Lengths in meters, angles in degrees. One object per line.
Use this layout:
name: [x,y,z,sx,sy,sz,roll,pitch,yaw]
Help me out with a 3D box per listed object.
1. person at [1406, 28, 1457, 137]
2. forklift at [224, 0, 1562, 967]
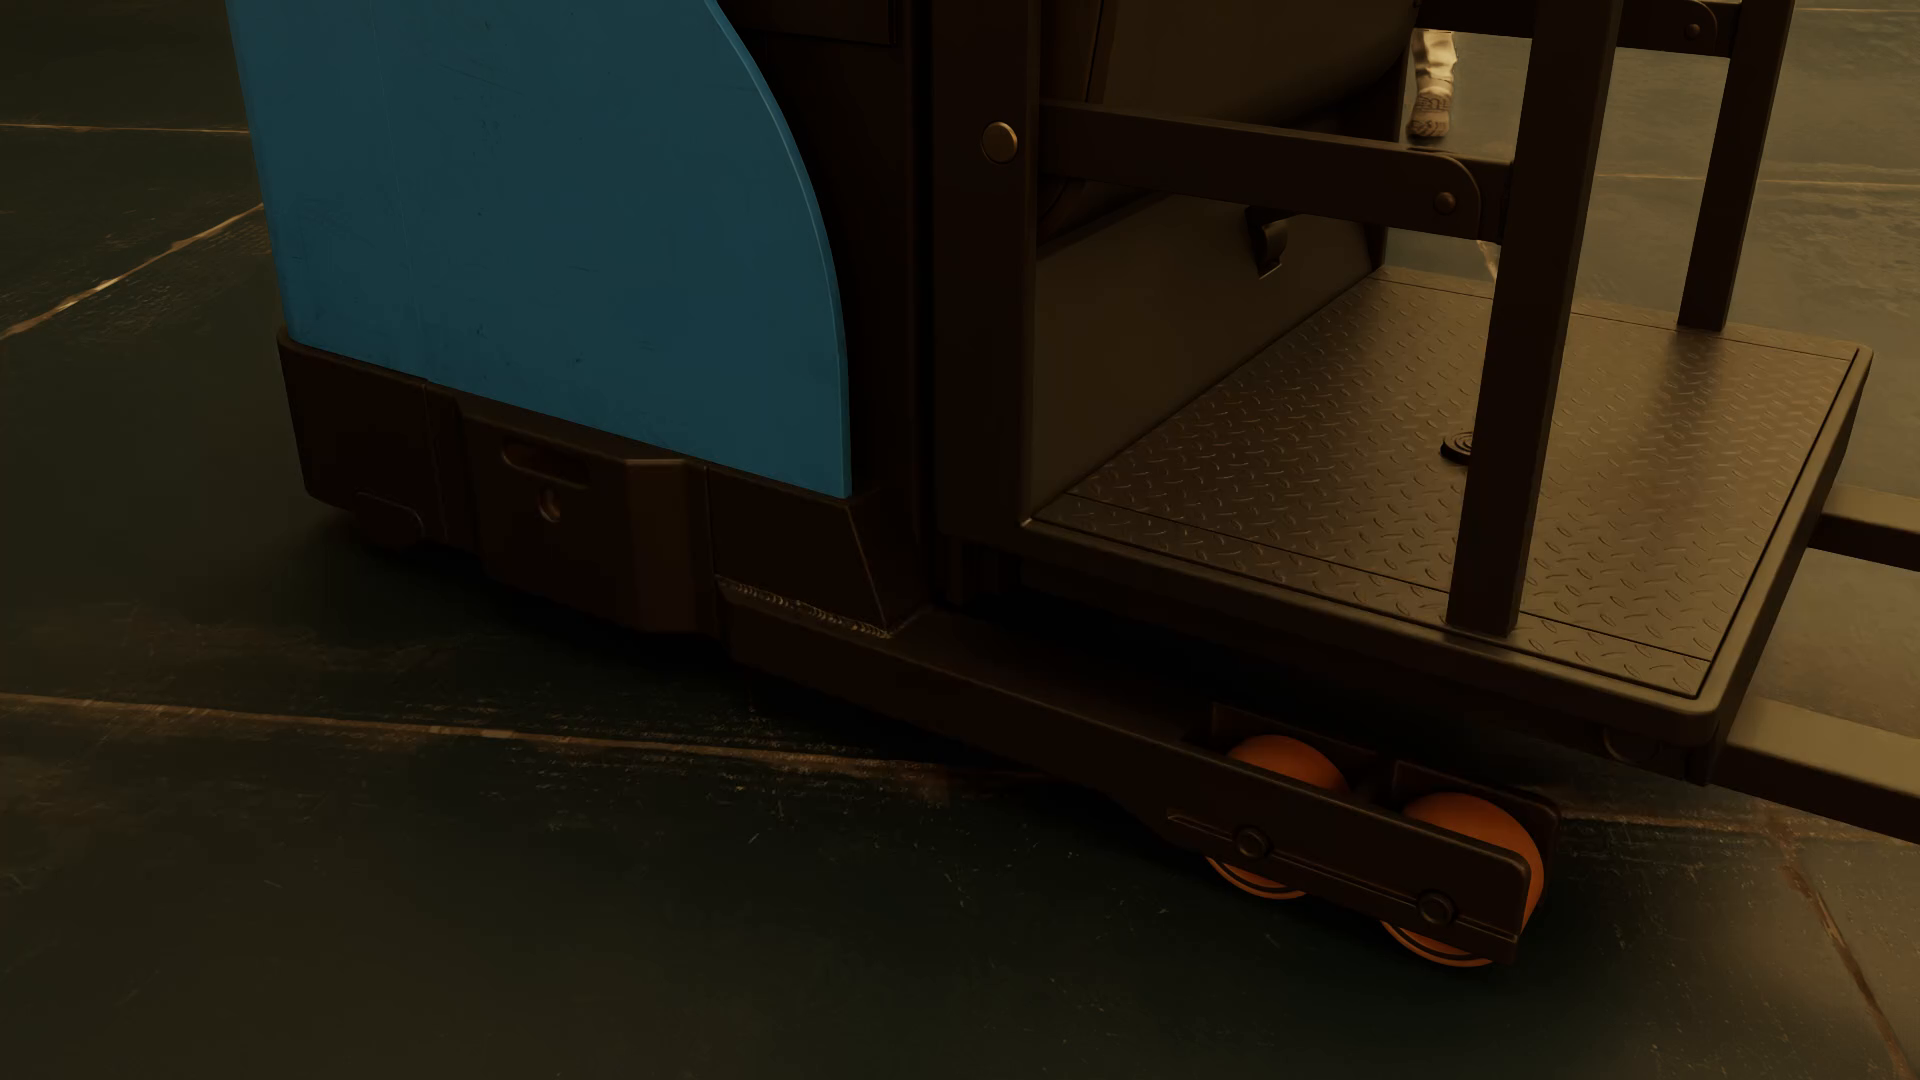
person: [1.144,-1.880,4.489,0.738,1.633,0.440,1,27,3]
forklift: [0.066,-1.264,1.822,1.939,2.867,1.129,16,31,29]
